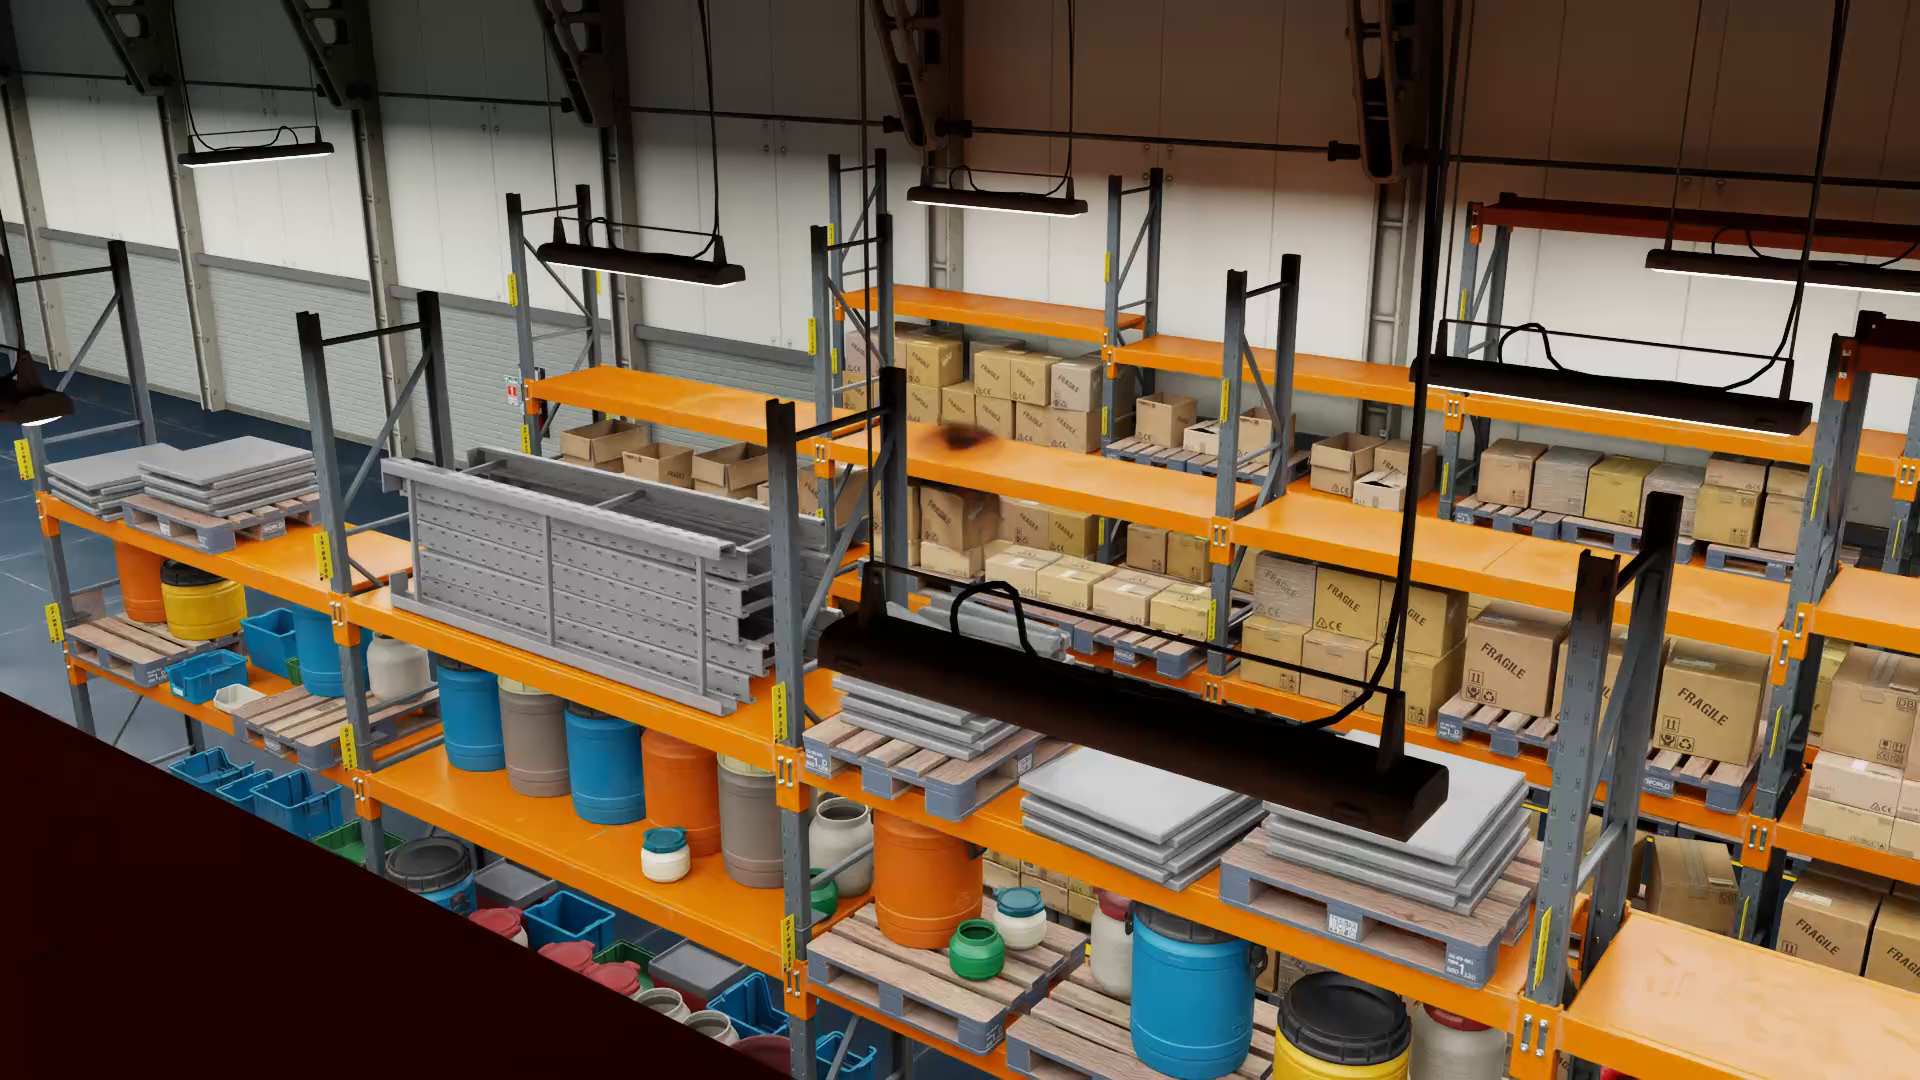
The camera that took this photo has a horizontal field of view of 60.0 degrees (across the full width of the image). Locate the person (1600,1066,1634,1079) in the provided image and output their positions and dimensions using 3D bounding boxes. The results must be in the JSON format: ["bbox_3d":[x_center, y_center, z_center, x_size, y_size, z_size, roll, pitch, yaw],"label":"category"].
[{"bbox_3d":[4.171,3.837,10.999,1.034,1.669,0.558,12,22,31],"label":"person"}]
